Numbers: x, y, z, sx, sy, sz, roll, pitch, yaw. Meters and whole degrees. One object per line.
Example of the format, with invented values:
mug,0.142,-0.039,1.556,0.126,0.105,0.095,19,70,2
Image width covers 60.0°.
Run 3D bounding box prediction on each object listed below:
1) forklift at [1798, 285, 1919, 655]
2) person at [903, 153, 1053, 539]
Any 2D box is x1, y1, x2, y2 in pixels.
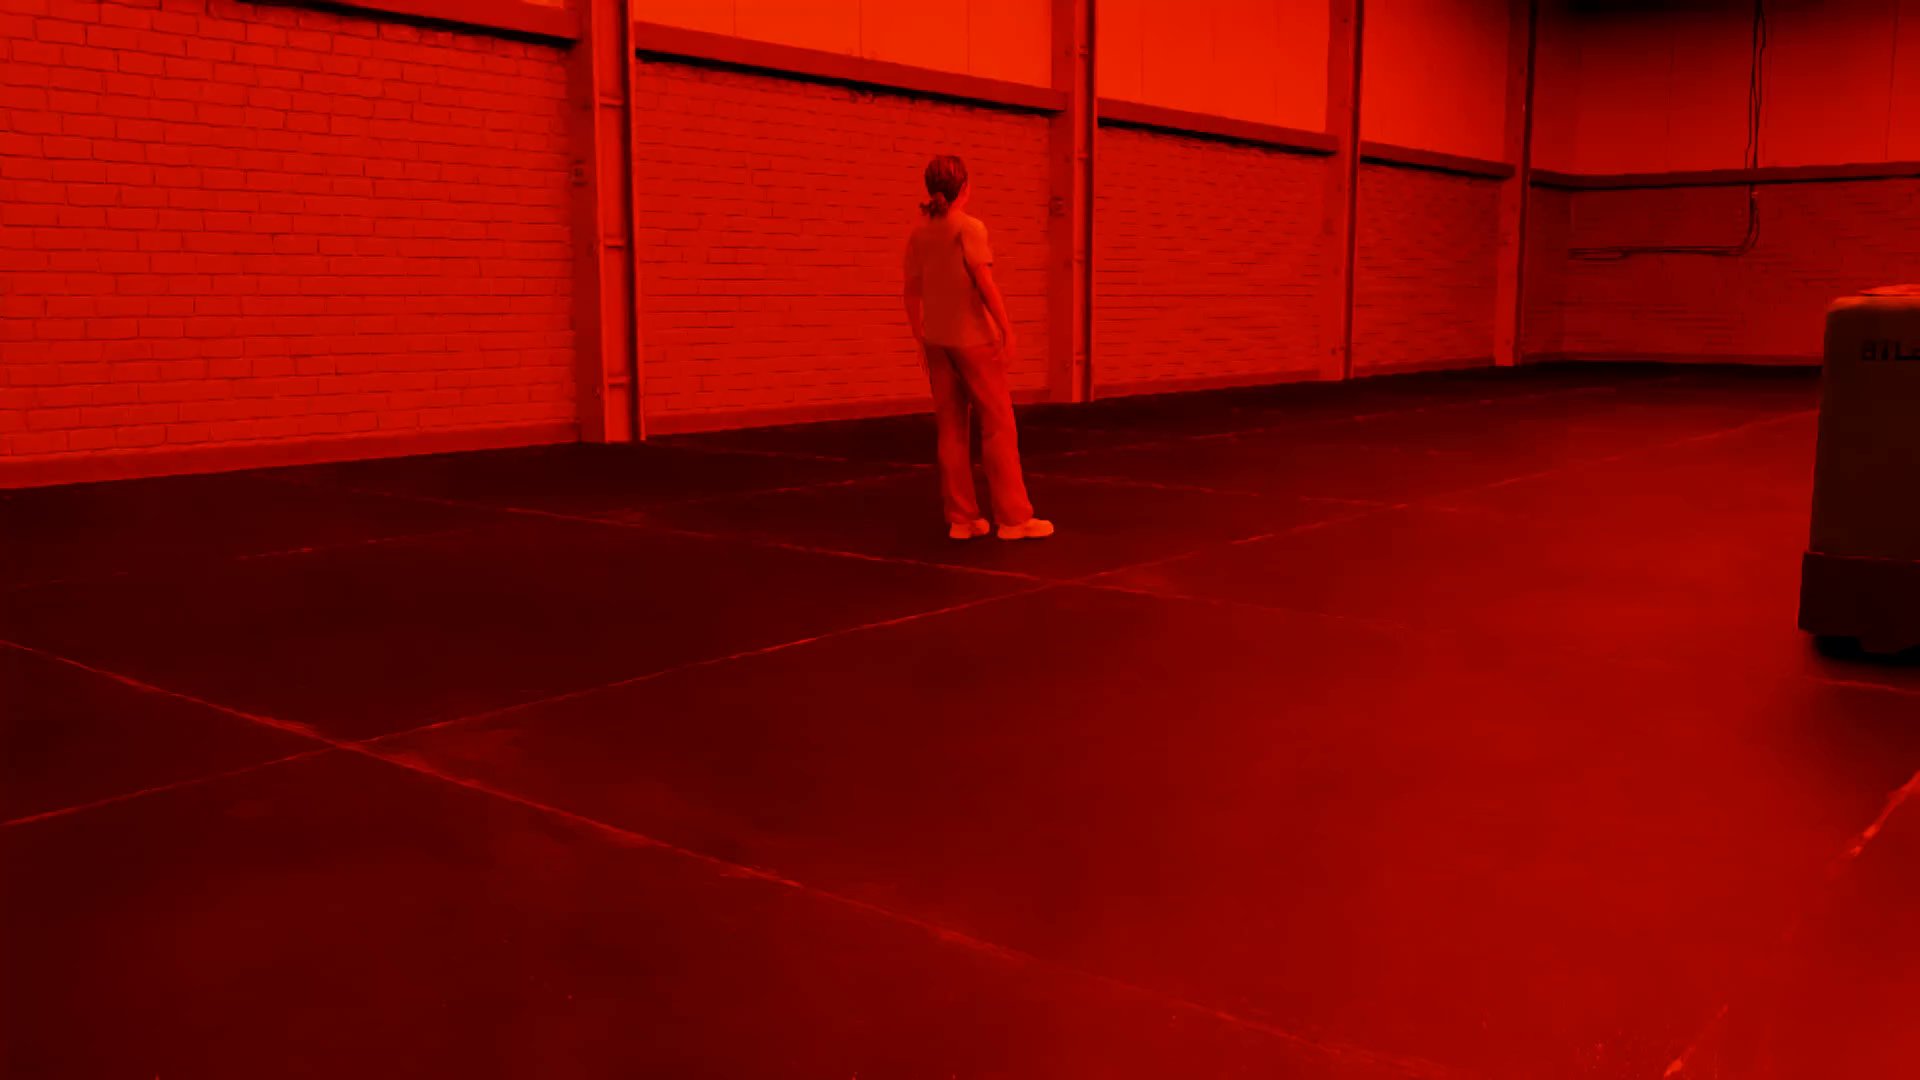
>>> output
forklift,4.056,-1.039,4.384,3.031,2.935,1.130,6,10,35
person,0.055,-0.844,7.333,0.554,1.674,0.548,7,11,38
